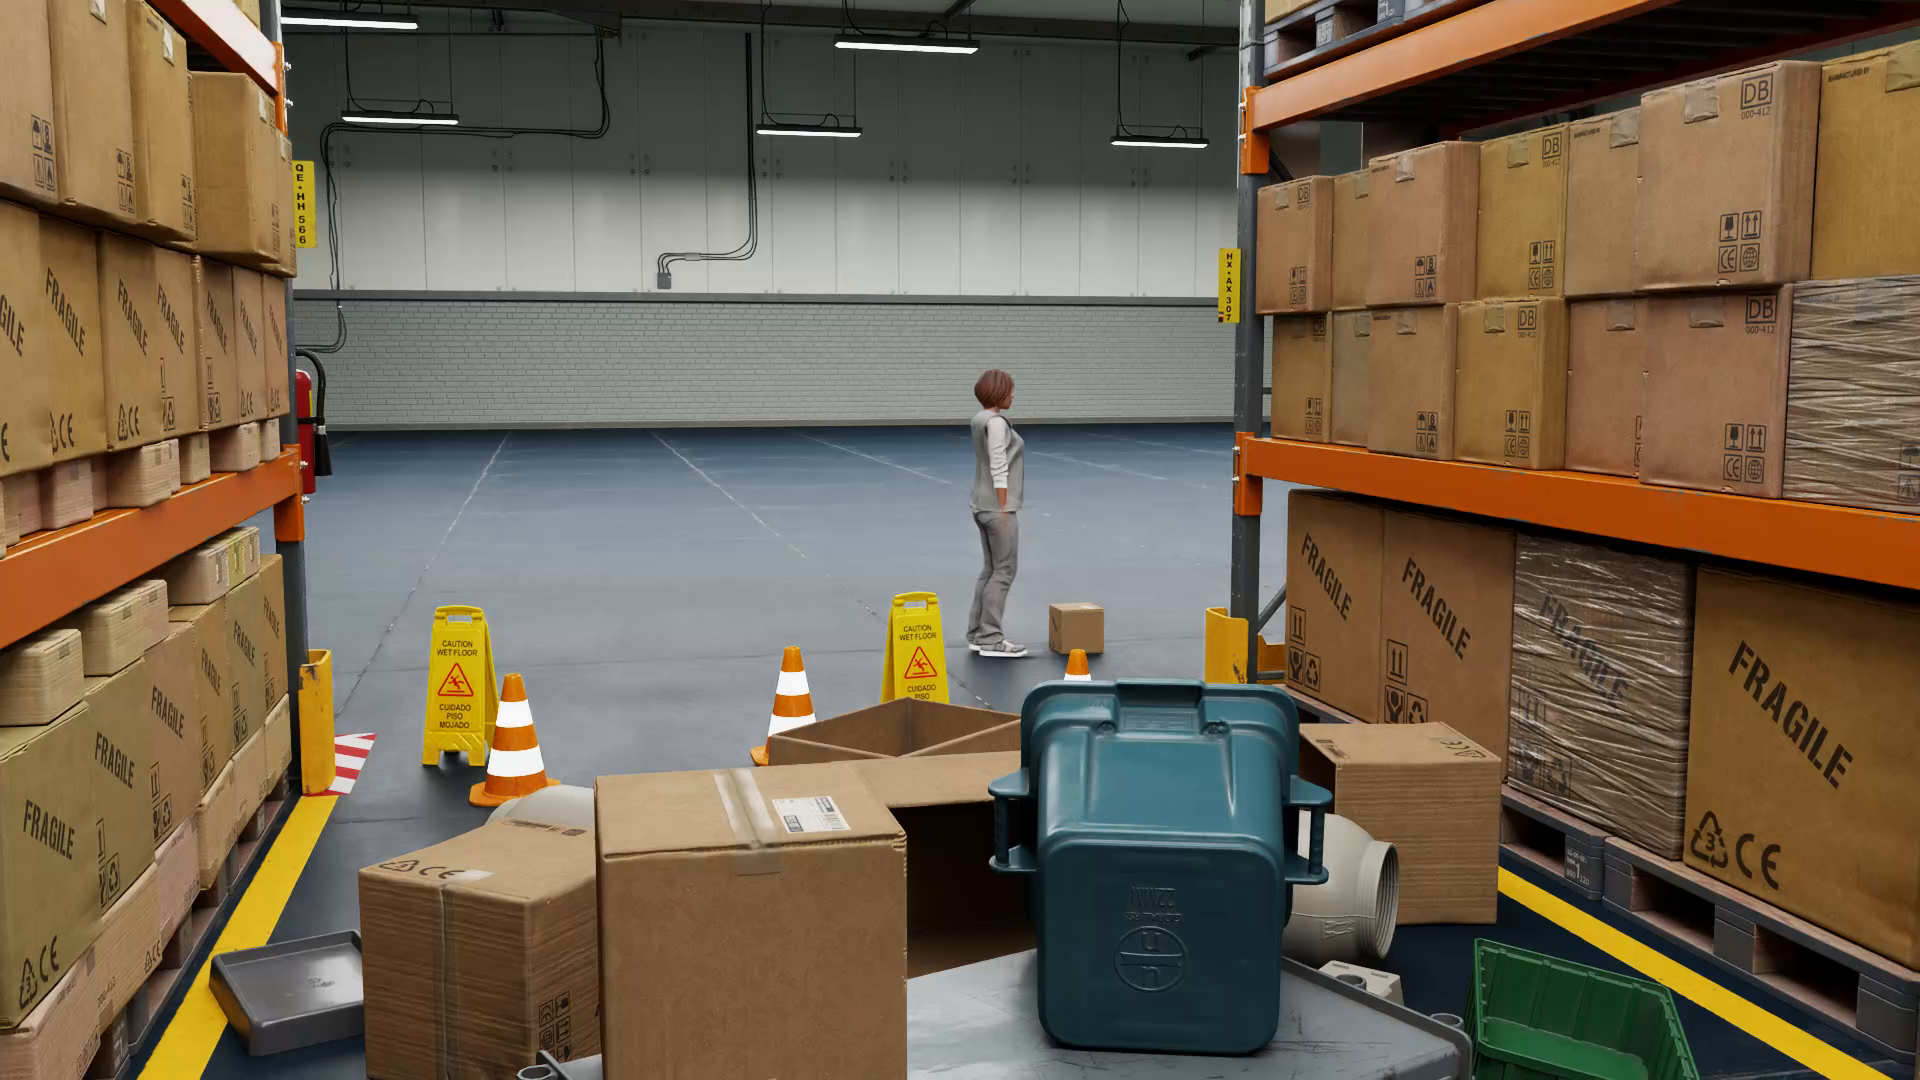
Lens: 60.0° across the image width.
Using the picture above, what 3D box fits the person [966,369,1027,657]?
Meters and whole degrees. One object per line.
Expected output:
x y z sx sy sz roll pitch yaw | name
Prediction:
0.199 -0.137 9.279 0.310 1.562 0.406 -1 6 -12 | person
